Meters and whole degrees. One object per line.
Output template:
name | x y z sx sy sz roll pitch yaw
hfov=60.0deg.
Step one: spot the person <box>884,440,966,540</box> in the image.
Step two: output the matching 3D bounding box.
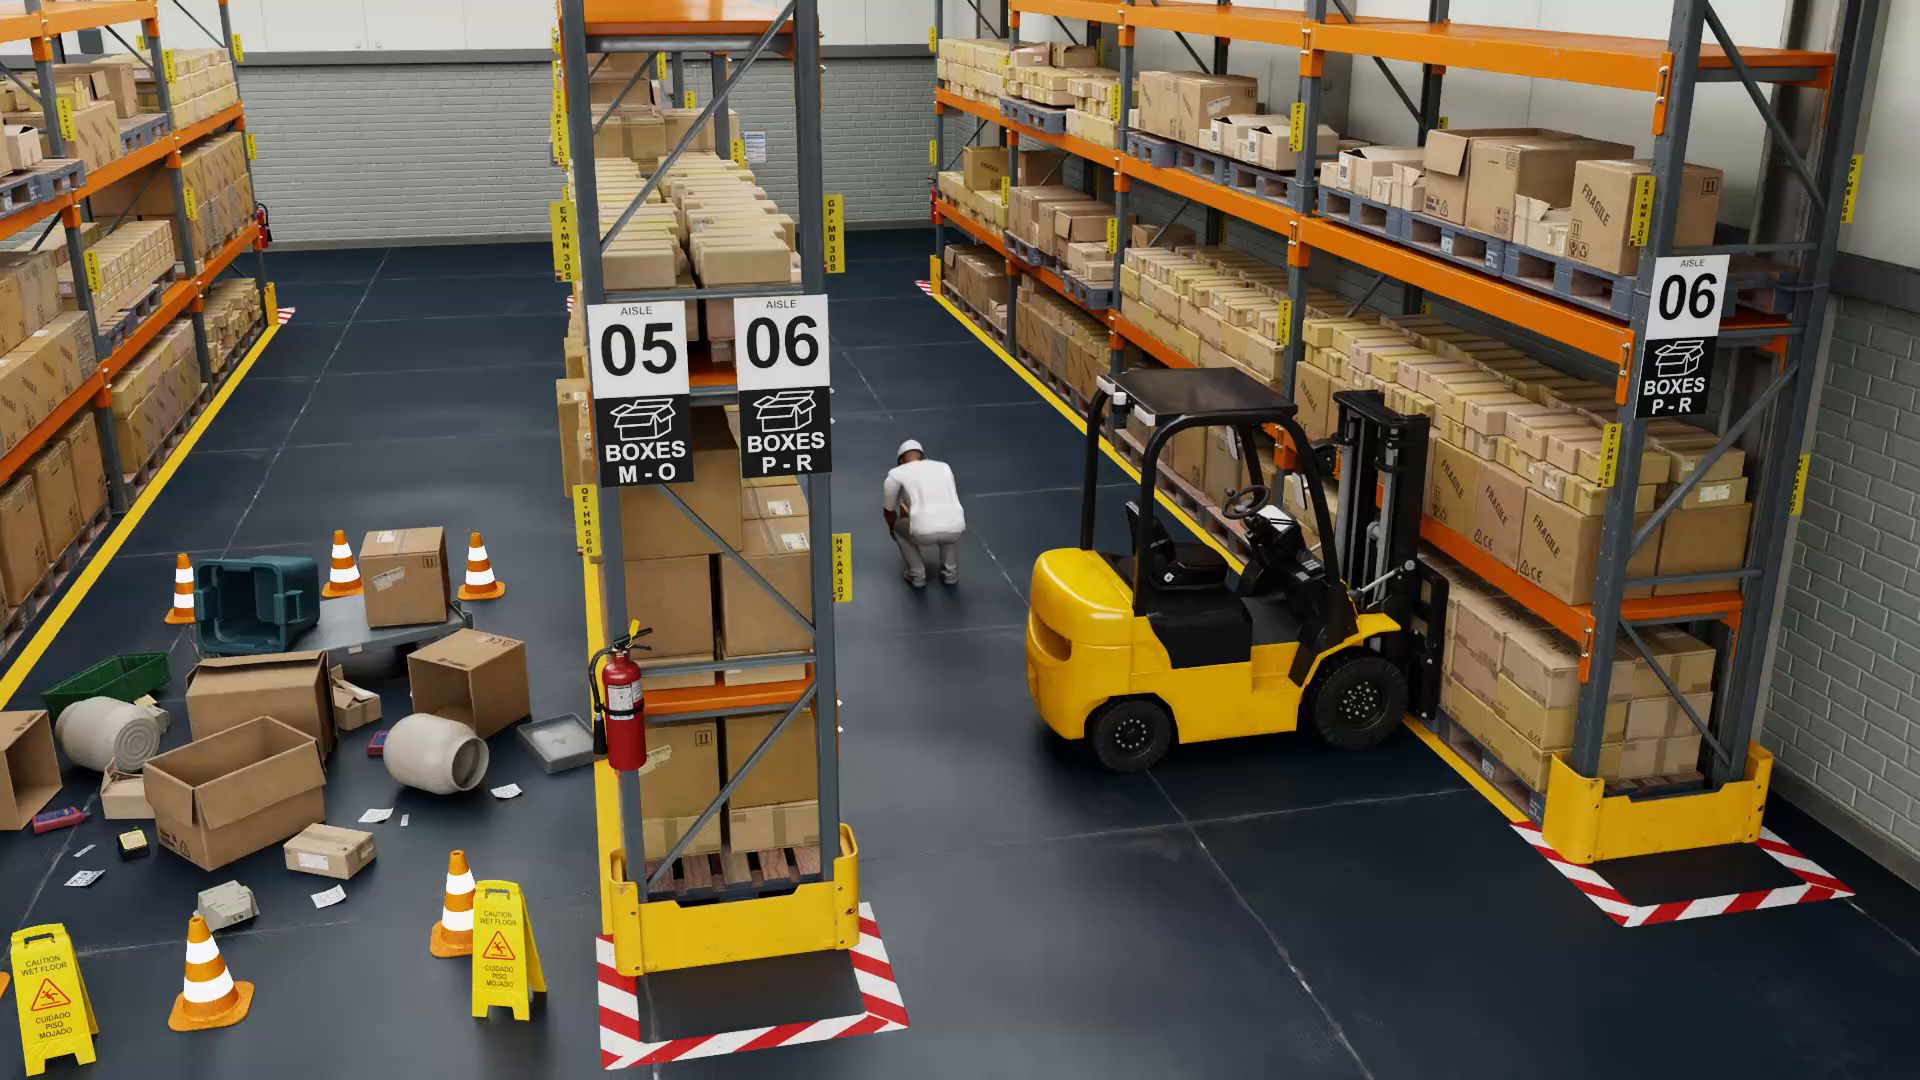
person | -0.284 -0.271 12.737 0.569 0.869 0.897 -5 20 -13
